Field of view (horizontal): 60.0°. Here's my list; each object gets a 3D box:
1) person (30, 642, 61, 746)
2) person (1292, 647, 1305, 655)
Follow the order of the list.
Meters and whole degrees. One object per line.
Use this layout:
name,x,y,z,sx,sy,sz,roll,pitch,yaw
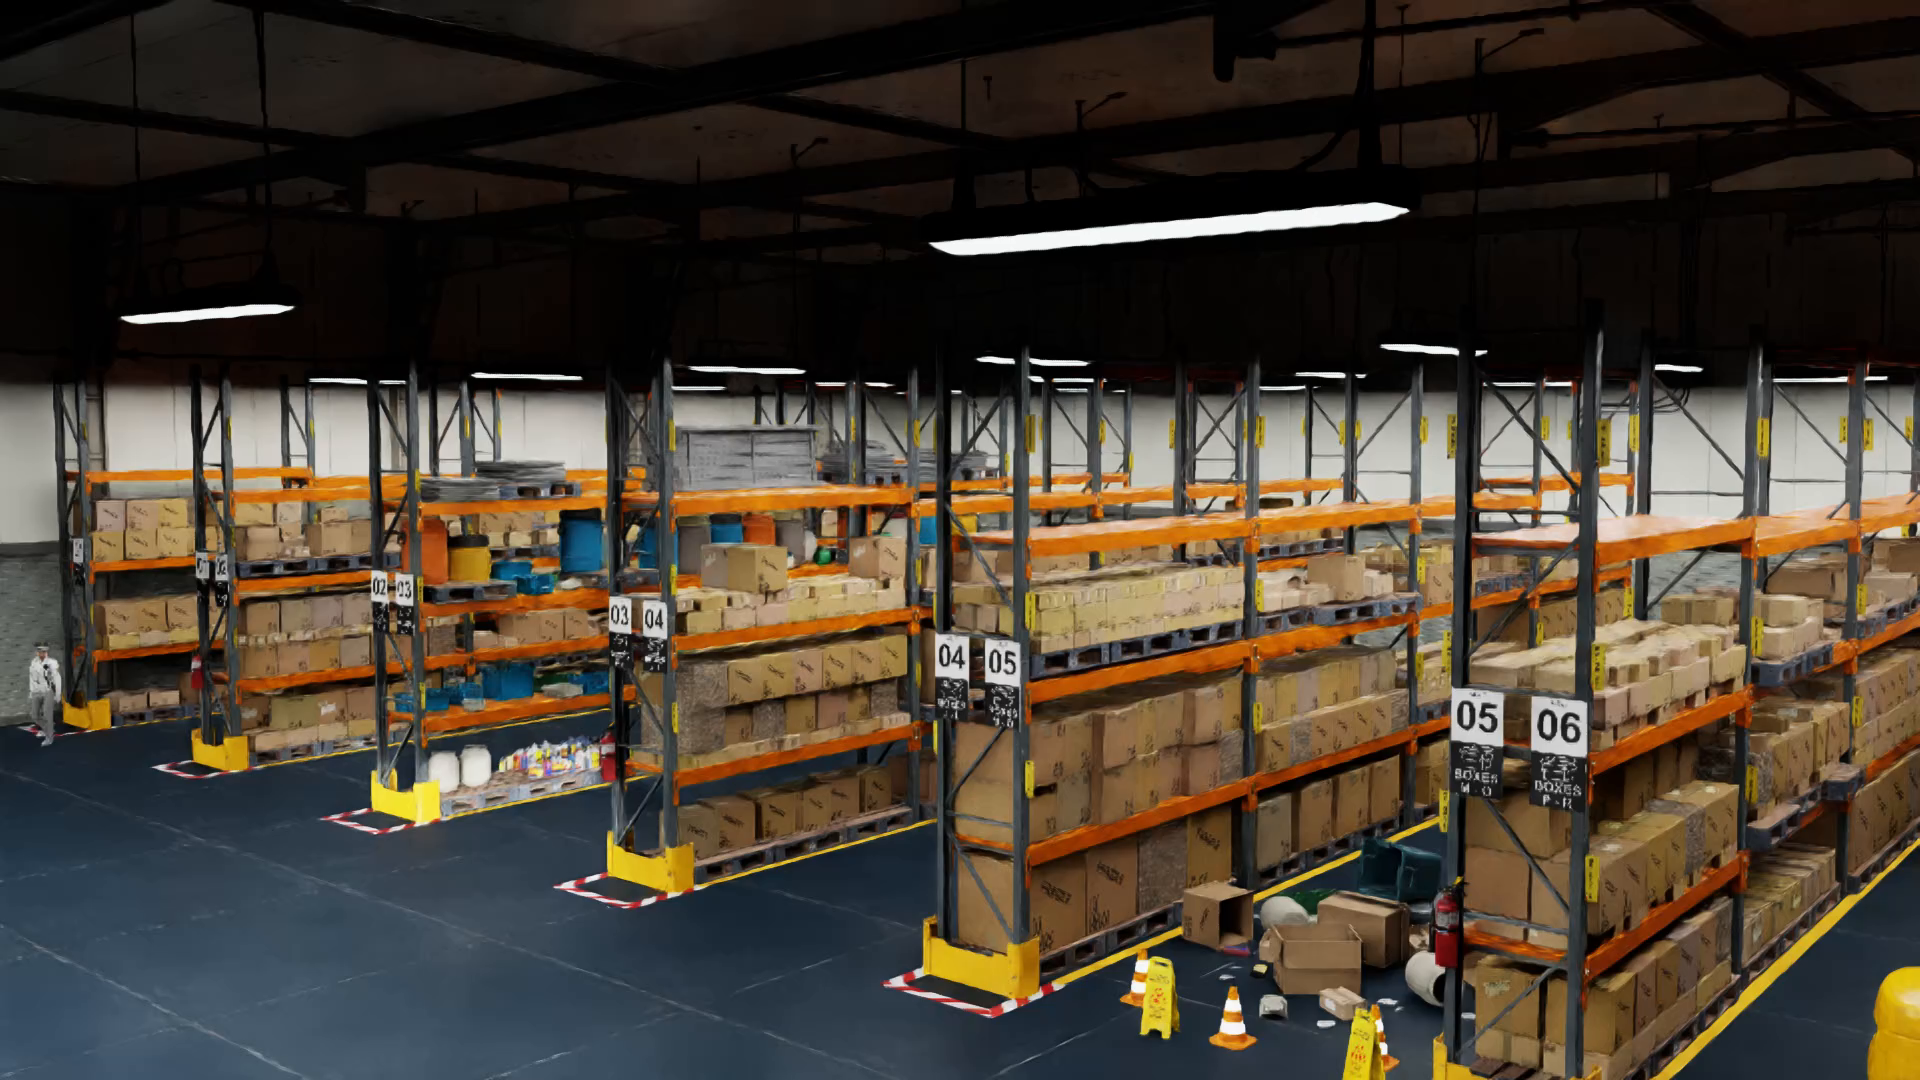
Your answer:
person,-14.558,2.425,26.511,0.535,1.665,0.527,0,4,4
person,5.327,2.471,26.165,0.446,1.579,1.110,4,6,43
